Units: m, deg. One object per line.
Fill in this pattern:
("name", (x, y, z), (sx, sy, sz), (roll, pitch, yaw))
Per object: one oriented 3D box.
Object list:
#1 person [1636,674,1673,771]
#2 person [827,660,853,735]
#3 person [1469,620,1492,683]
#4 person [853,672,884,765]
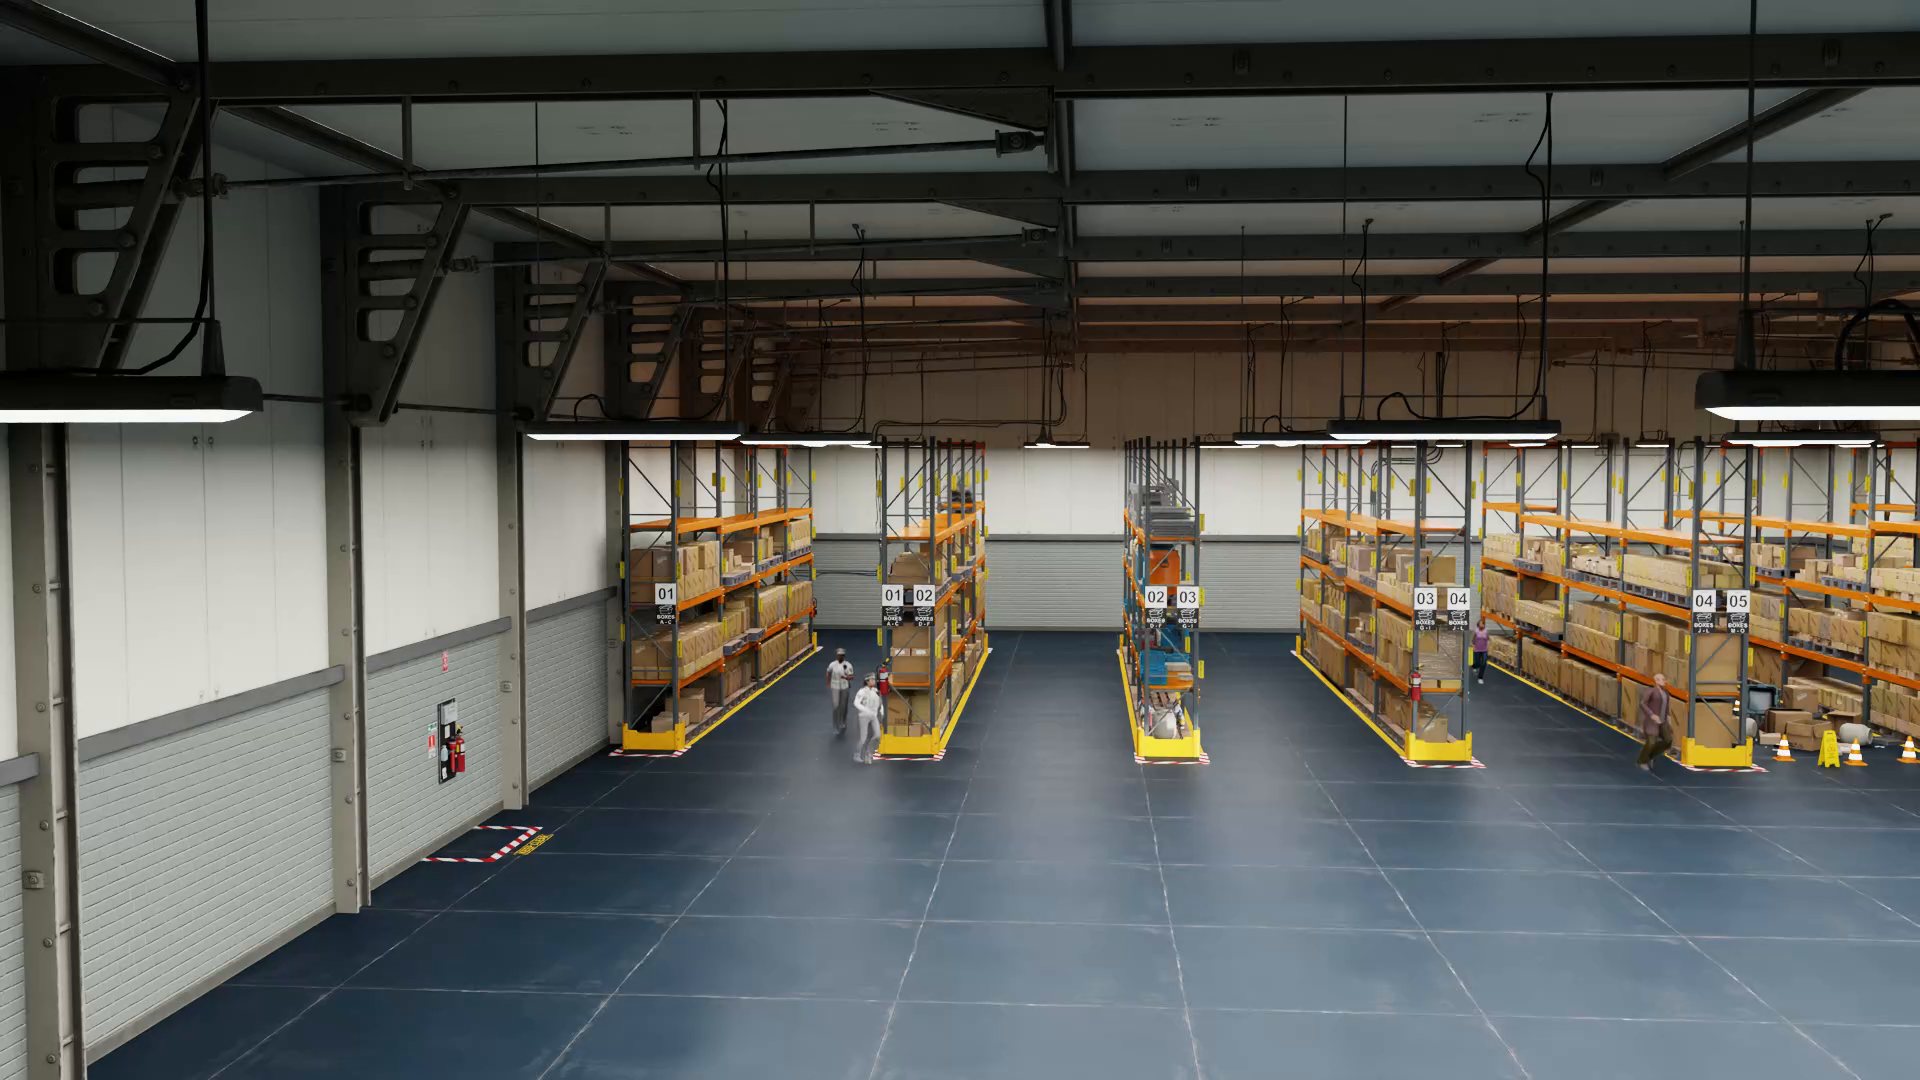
("person", (12.527, 3.265, 29.835), (0.776, 1.717, 0.576), (-1, 3, -21))
("person", (-2.436, 3.191, 33.872), (0.513, 1.513, 0.682), (0, 3, -7))
("person", (12.899, 2.755, 41.216), (0.547, 1.557, 0.552), (0, 3, 5))
("person", (-1.641, 3.265, 30.480), (0.686, 1.675, 0.591), (-2, 4, -35))
